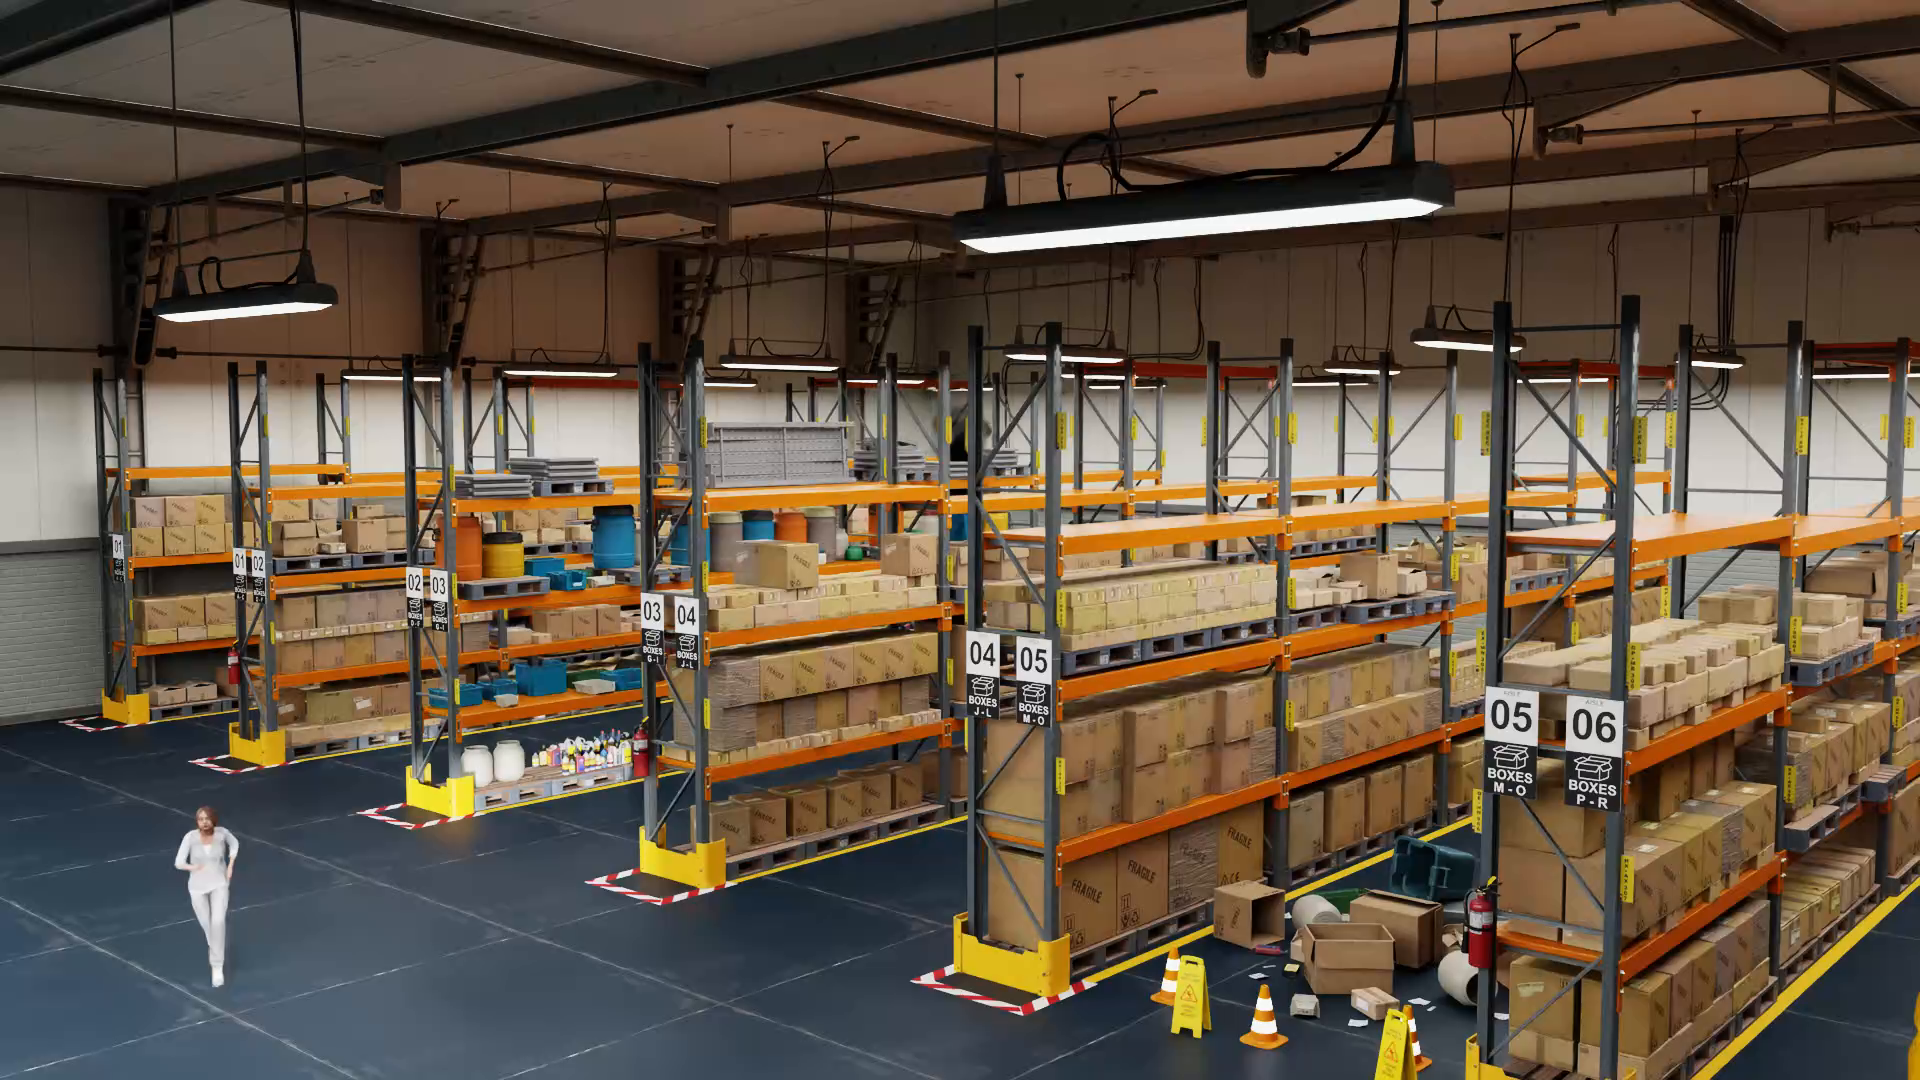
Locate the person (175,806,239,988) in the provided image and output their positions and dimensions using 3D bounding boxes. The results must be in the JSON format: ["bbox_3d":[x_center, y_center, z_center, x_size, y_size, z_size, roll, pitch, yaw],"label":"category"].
[{"bbox_3d":[-6.958,3.249,15.393,0.512,1.638,0.807,-1,4,-15],"label":"person"}]

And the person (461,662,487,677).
[{"bbox_3d":[-8.794,2.116,30.207,0.549,1.717,0.781,3,5,34],"label":"person"}]
